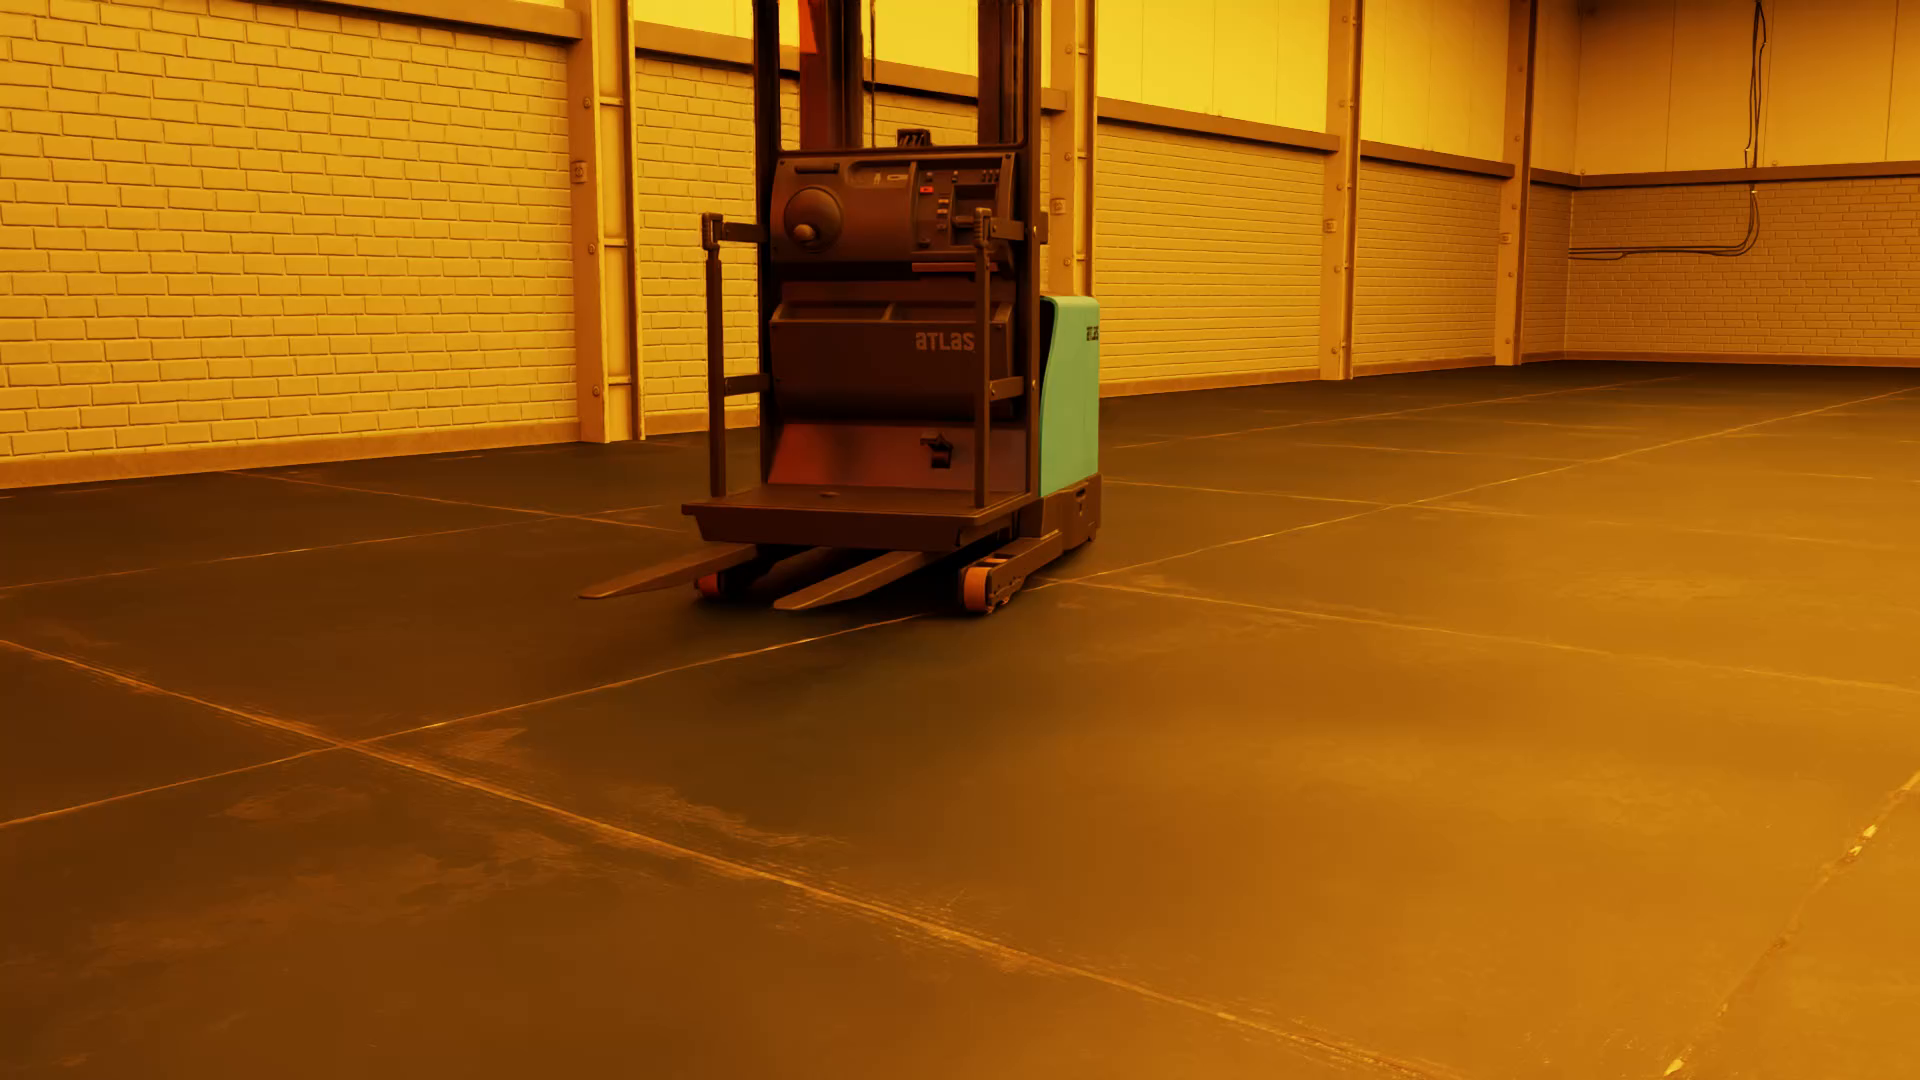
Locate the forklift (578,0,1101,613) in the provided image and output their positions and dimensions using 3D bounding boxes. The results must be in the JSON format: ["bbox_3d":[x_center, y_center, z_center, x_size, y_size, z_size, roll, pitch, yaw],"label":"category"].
[{"bbox_3d":[-0.316,-1.262,5.910,1.130,2.935,3.031,3,9,18],"label":"forklift"}]
